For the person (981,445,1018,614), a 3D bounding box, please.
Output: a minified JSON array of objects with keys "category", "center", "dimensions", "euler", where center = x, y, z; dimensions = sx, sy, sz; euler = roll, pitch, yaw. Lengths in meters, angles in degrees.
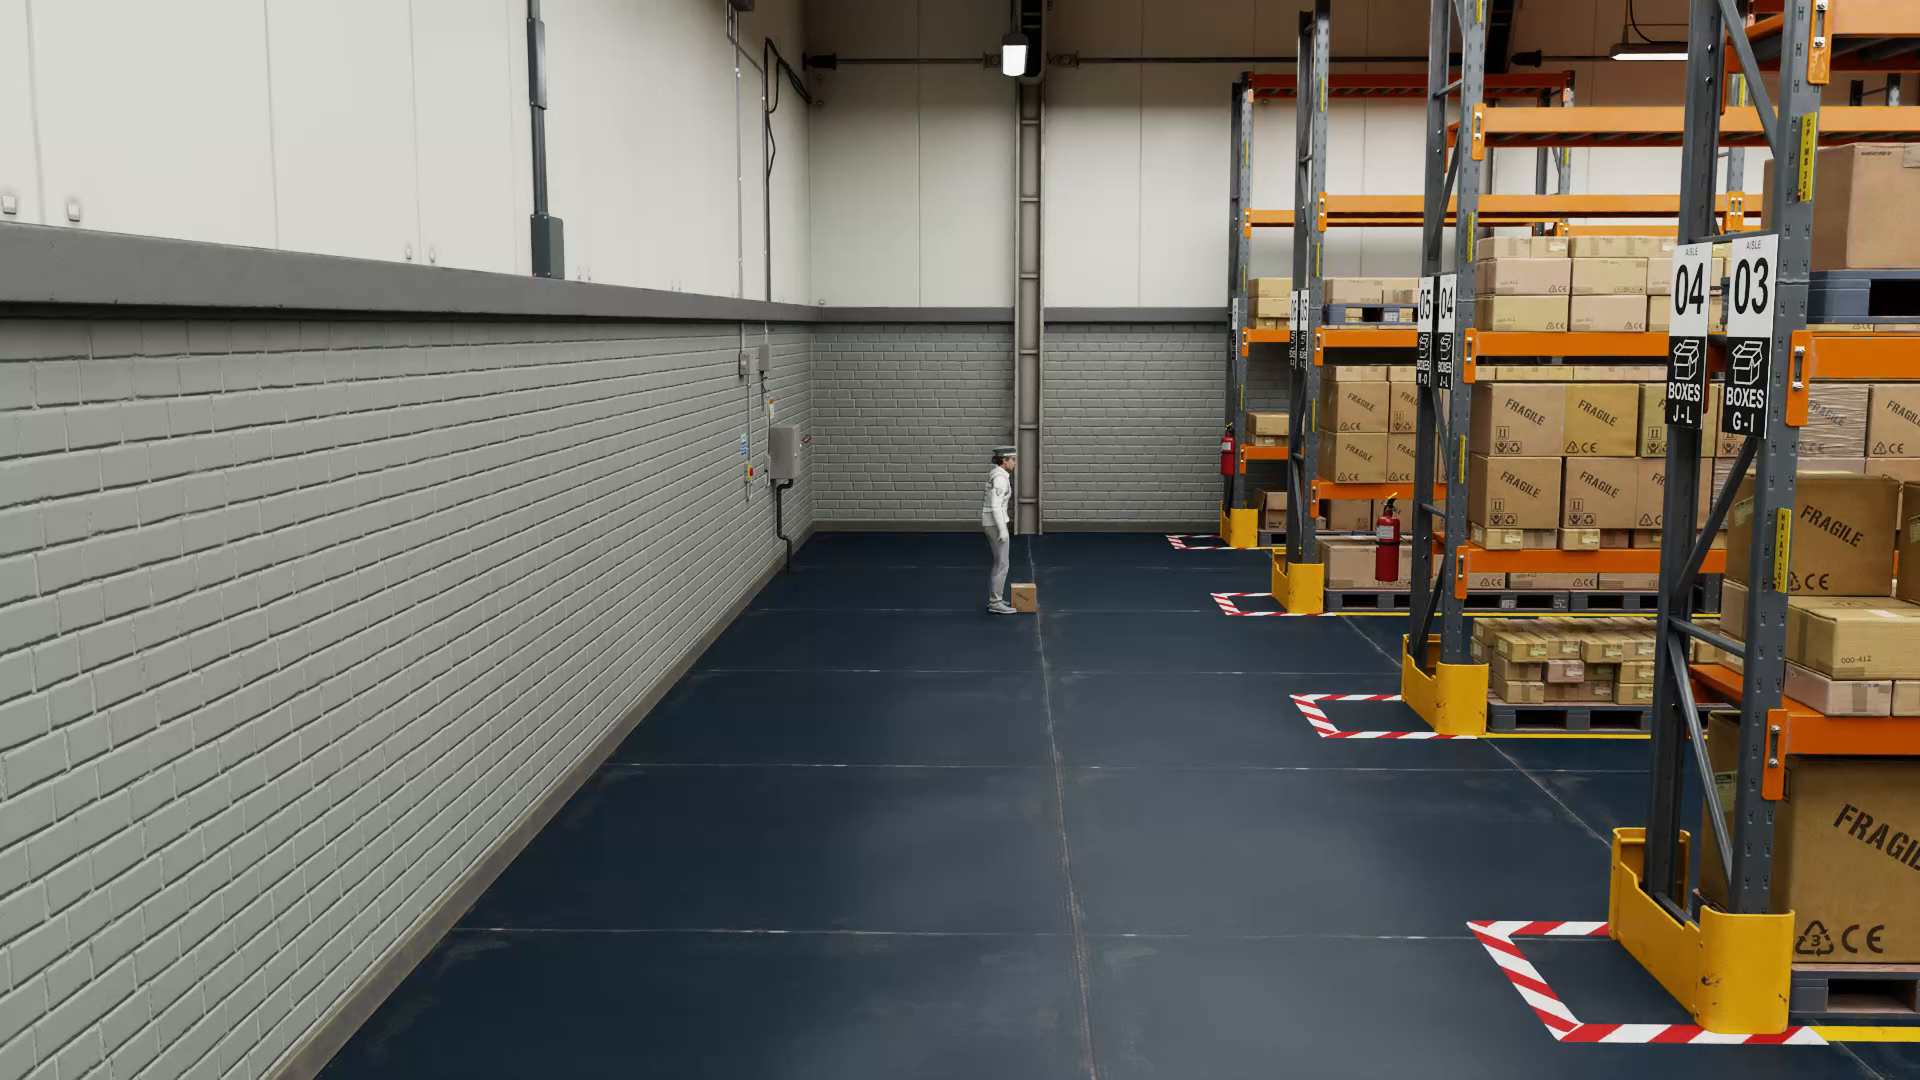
[{"category":"person","center":[0.394,-0.116,16.669],"dimensions":[0.373,1.662,0.526],"euler":[0,7,0]}]
